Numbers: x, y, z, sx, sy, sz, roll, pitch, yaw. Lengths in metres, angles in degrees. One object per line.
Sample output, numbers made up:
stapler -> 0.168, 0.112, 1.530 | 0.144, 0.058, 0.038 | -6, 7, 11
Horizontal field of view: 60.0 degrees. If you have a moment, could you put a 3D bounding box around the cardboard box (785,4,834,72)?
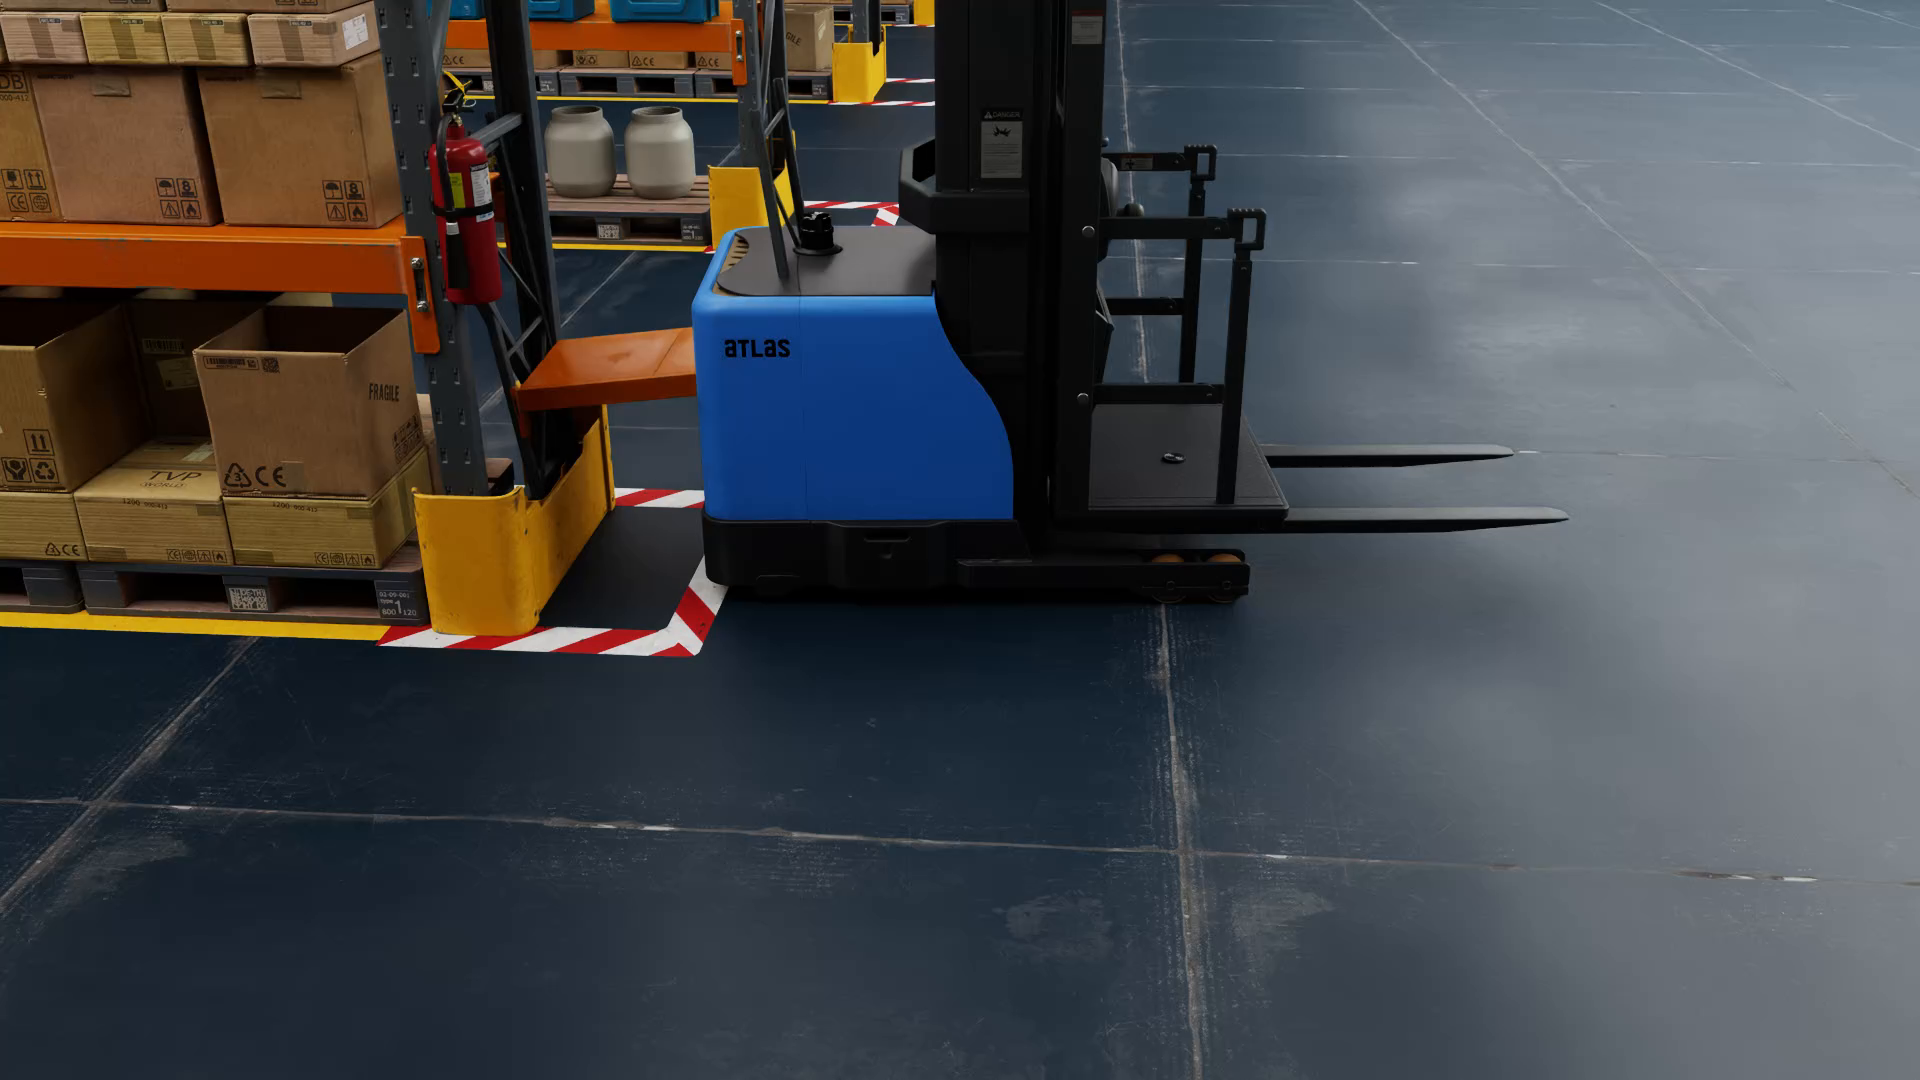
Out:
cardboard box -> -1.443, -4.500, 14.891 | 0.500, 0.500, 0.500 | 6, 25, 14

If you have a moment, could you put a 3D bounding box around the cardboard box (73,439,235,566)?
cardboard box -> -2.641, -0.136, 5.705 | 0.500, 0.250, 0.500 | 2, 25, 4

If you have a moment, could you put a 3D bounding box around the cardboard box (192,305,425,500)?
cardboard box -> -2.142, -0.464, 5.523 | 0.500, 0.500, 0.500 | 2, 25, 4

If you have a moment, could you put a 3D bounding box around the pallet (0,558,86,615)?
pallet -> -3.563, -0.069, 6.110 | 1.213, 0.211, 1.003 | 2, 25, 4

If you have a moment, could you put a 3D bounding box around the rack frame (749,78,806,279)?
rack frame -> -0.541, -0.794, 5.773 | 0.032, 1.500, 0.500 | -5, 26, 7

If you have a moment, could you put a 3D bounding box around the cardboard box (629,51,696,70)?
cardboard box -> -2.665, -4.533, 14.962 | 0.500, 0.500, 0.500 | 4, 25, 9

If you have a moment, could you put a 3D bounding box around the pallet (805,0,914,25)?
pallet -> -1.145, -6.208, 19.451 | 1.213, 0.211, 1.003 | 2, 25, 4

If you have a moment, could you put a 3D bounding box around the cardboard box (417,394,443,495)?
cardboard box -> -2.102, -0.341, 6.151 | 0.500, 0.250, 0.500 | 2, 25, 4

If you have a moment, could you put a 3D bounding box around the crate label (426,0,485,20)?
crate label -> -3.057, -3.316, 9.787 | 0.616, 0.435, 0.502 | 2, 25, 4

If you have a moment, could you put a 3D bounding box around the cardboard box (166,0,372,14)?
cardboard box -> -2.101, -1.946, 5.180 | 0.500, 0.500, 0.700 | 2, 25, 4

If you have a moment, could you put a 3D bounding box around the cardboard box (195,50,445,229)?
cardboard box -> -2.049, -1.355, 5.448 | 0.500, 0.500, 0.700 | 2, 25, 4

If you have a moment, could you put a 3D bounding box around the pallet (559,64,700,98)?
pallet -> -2.918, -4.234, 15.161 | 1.213, 0.211, 1.003 | 2, 25, 4

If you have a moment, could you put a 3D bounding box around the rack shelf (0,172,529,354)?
rack shelf -> -3.578, -1.026, 5.714 | 4.000, 0.370, 1.077 | 2, 25, 4

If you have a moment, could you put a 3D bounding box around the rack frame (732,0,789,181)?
rack frame -> -1.201, -3.353, 9.911 | 0.127, 3.000, 1.000 | 2, 25, 4

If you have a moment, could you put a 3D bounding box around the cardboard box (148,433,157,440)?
cardboard box -> -3.099, -0.371, 6.217 | 0.500, 0.250, 0.500 | 2, 25, 4

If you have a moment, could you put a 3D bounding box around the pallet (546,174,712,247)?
pallet -> -2.090, -2.098, 10.518 | 1.213, 0.211, 1.003 | 2, 25, 4

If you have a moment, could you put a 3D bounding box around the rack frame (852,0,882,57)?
rack frame -> -0.822, -5.418, 14.397 | 0.127, 3.000, 1.000 | 2, 25, 4

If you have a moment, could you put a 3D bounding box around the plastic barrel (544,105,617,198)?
plastic barrel -> -2.363, -2.419, 10.355 | 0.421, 0.512, 0.421 | 0, 25, 0

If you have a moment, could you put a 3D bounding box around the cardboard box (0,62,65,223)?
cardboard box -> -3.067, -1.388, 5.520 | 0.500, 0.500, 0.700 | 2, 25, 4

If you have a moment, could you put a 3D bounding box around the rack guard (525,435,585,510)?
rack guard -> -1.470, -0.157, 6.165 | 0.087, 0.250, 0.587 | -5, 26, 7

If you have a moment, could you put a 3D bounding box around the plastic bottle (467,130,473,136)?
plastic bottle -> -3.209, -2.522, 10.828 | 0.133, 0.283, 0.061 | 2, 25, 5

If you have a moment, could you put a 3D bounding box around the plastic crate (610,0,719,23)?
plastic crate -> -1.723, -3.177, 9.706 | 0.616, 0.251, 0.499 | 2, 25, 4

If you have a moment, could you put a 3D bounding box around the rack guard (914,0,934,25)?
rack guard -> -0.318, -6.345, 19.404 | 0.348, 0.500, 1.175 | 2, 25, 4

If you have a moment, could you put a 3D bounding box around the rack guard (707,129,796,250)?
rack guard -> -1.281, -2.201, 10.396 | 0.348, 0.500, 1.175 | 2, 25, 4

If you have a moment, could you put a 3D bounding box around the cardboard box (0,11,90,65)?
cardboard box -> -2.746, -1.587, 5.176 | 0.250, 0.149, 0.380 | 2, 25, 5

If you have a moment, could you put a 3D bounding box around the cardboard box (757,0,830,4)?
cardboard box -> -1.900, -6.729, 19.286 | 0.875, 0.875, 0.875 | 1, 25, 3

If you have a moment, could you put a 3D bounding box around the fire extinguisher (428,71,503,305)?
fire extinguisher -> -1.502, -1.056, 5.012 | 0.183, 0.674, 0.296 | 2, 25, 4

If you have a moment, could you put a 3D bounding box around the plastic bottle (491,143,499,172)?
plastic bottle -> -2.985, -2.502, 10.798 | 0.097, 0.271, 0.097 | 0, 25, 0

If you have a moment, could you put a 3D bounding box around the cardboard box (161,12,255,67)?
cardboard box -> -2.241, -1.570, 5.139 | 0.250, 0.149, 0.380 | 2, 25, 5

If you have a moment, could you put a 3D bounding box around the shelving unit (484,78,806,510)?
shelving unit -> -1.053, -0.752, 5.832 | 1.083, 1.500, 0.587 | -5, 26, 7

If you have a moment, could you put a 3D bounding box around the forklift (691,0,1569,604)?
forklift -> 0.624, -1.335, 5.608 | 3.031, 2.935, 1.130 | 0, 25, -1

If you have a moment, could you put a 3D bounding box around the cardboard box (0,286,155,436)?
cardboard box -> -3.100, -0.707, 6.050 | 0.500, 0.500, 0.500 | 2, 25, 4

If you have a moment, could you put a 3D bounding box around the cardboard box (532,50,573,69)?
cardboard box -> -3.843, -4.556, 15.013 | 0.500, 0.500, 0.500 | 10, 27, 21
